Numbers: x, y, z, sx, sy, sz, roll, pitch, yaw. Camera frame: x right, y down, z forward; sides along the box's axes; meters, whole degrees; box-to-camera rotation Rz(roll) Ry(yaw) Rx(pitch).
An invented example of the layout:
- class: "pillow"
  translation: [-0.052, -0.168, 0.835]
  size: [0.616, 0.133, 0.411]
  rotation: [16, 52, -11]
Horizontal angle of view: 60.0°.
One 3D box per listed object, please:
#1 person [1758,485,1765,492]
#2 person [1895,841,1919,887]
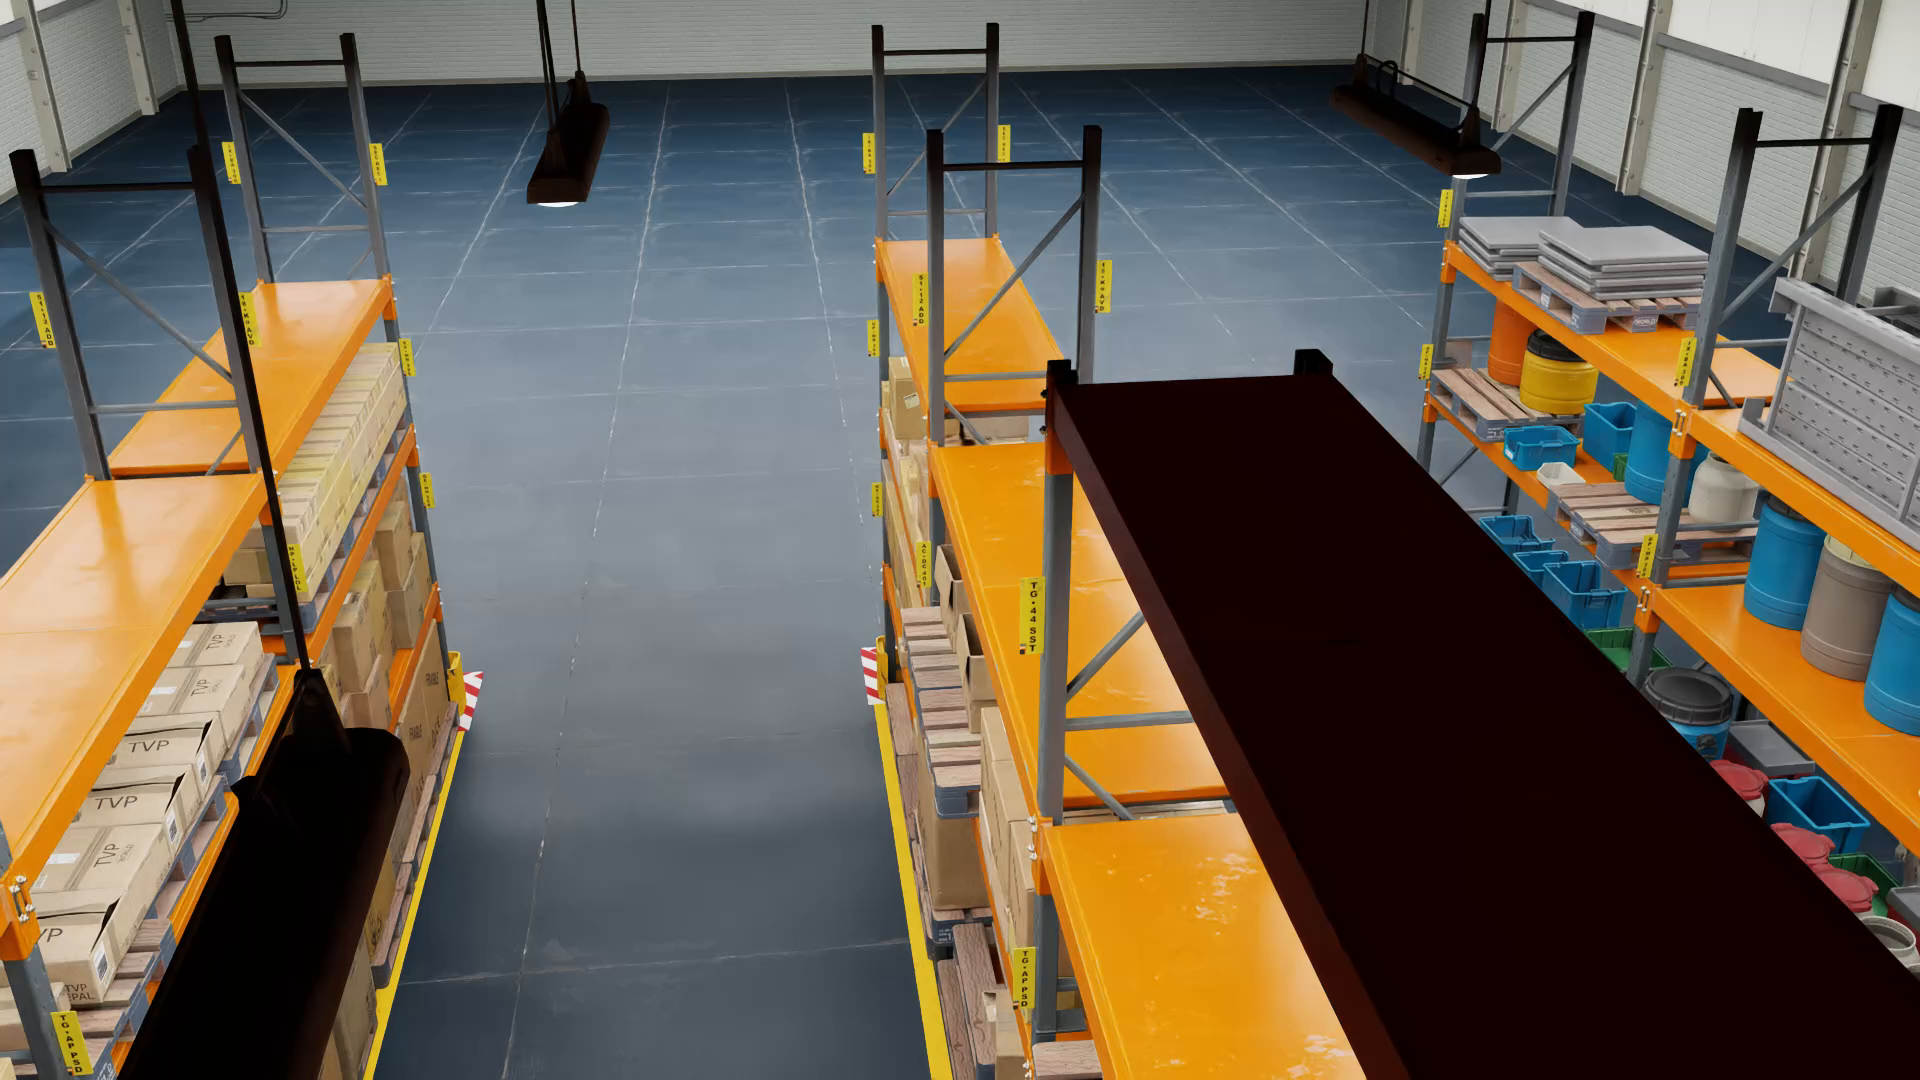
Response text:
- class: "person"
  translation: [9.413, -1.184, 18.937]
  size: [0.591, 1.703, 1.066]
  rotation: [-17, 30, -31]
- class: "person"
  translation: [6.970, 2.218, 11.886]
  size: [0.532, 1.661, 0.512]
  rotation: [1, 26, 3]
